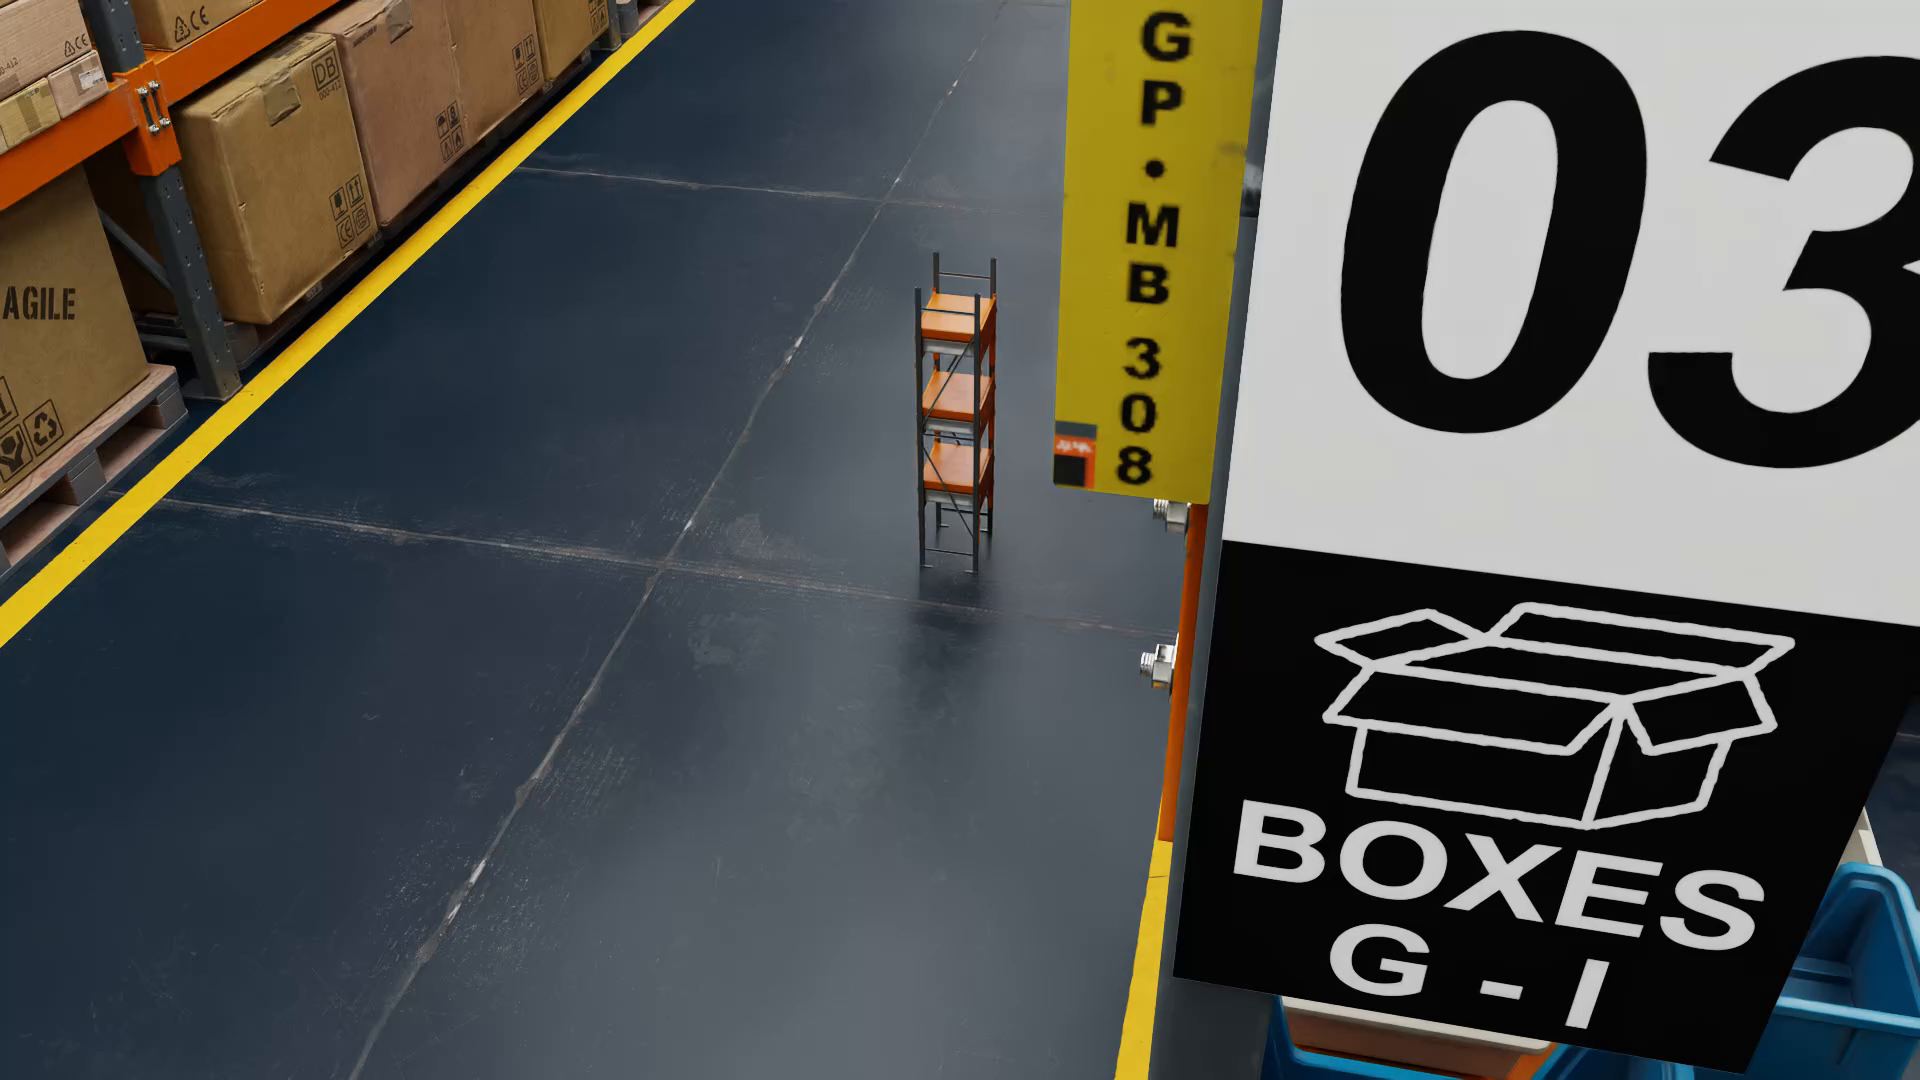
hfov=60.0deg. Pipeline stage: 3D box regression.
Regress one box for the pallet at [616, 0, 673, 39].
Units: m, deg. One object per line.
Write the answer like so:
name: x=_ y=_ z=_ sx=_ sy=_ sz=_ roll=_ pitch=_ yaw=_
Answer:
pallet: x=-2.313 y=-3.455 z=10.337 sx=1.003 sy=0.211 sz=1.213 roll=7 pitch=37 yaw=10

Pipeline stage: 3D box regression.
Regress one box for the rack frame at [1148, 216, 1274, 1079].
rack frame: x=0.649 y=1.071 z=1.716 sx=1.000 sy=3.000 sz=0.127 roll=7 pitch=37 yaw=10

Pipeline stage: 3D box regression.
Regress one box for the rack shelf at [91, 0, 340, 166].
rack shelf: x=-2.909 y=-2.698 z=7.530 sx=1.077 sy=0.370 sz=4.000 roll=7 pitch=37 yaw=10

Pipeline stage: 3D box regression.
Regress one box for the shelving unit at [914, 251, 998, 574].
shelving unit: x=-0.011 y=-0.394 z=5.400 sx=0.215 sy=1.050 sz=0.252 roll=7 pitch=37 yaw=10

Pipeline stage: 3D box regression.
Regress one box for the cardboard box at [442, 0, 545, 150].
cardboard box: x=-2.847 y=-2.543 z=8.155 sx=1.225 sy=0.875 sz=0.875 roll=7 pitch=37 yaw=10

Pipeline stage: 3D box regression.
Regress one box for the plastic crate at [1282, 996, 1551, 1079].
plastic crate: x=0.646 y=0.663 z=2.452 sx=0.396 sy=0.136 sz=0.243 roll=7 pitch=37 yaw=10

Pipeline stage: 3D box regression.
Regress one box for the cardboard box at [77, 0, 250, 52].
cardboard box: x=-2.993 y=-2.116 z=6.028 sx=0.500 sy=0.500 sz=0.500 roll=7 pitch=37 yaw=10

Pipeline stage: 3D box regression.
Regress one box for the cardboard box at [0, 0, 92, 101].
cardboard box: x=-3.174 y=-1.617 z=5.299 sx=0.500 sy=0.250 sz=0.500 roll=7 pitch=36 yaw=9

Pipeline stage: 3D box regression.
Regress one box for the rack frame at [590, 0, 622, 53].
rack frame: x=-2.481 y=-4.136 z=8.901 sx=1.000 sy=3.000 sz=0.127 roll=7 pitch=37 yaw=10

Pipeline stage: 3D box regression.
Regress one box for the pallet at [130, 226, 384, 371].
pallet: x=-3.245 y=-1.166 z=7.178 sx=1.003 sy=0.211 sz=1.213 roll=7 pitch=37 yaw=10

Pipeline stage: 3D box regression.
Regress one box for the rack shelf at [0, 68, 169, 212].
rack shelf: x=-3.763 y=-0.405 z=4.366 sx=1.077 sy=0.370 sz=4.000 roll=7 pitch=37 yaw=10

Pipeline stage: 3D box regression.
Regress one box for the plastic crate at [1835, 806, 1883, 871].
plastic crate: x=1.317 y=0.491 z=2.690 sx=0.250 sy=0.136 sz=0.298 roll=7 pitch=37 yaw=10

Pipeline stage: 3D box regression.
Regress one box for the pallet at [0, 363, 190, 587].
pallet: x=-3.575 y=-0.288 z=5.967 sx=1.003 sy=0.211 sz=1.213 roll=7 pitch=37 yaw=10

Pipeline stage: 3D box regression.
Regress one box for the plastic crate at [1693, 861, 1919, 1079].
plastic crate: x=1.163 y=0.637 z=2.407 sx=0.416 sy=0.233 sz=0.300 roll=7 pitch=37 yaw=10

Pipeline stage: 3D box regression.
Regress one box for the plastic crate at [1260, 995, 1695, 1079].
plastic crate: x=0.538 y=0.817 z=1.985 sx=0.616 sy=0.435 sz=0.499 roll=7 pitch=37 yaw=10

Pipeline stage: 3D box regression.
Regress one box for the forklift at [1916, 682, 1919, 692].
forklift: x=3.584 y=-1.478 z=5.291 sx=1.130 sy=2.935 sz=3.031 roll=10 pitch=37 yaw=13

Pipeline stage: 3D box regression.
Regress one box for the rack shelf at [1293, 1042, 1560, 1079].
rack shelf: x=1.076 y=0.216 z=3.509 sx=1.077 sy=0.370 sz=4.000 roll=7 pitch=37 yaw=10

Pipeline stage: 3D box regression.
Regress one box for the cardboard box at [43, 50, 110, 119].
cardboard box: x=-3.081 y=-1.525 z=5.513 sx=0.380 sy=0.149 sz=0.250 roll=8 pitch=37 yaw=10

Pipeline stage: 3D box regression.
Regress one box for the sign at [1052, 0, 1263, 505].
sign: x=0.108 y=-0.161 z=0.949 sx=0.100 sy=0.325 sz=0.005 roll=7 pitch=37 yaw=10

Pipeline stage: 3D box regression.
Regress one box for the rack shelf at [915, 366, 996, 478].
rack shelf: x=-0.011 y=-0.386 z=5.406 sx=0.215 sy=0.259 sz=0.240 roll=7 pitch=37 yaw=10

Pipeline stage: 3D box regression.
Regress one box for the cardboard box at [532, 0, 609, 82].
cardboard box: x=-2.649 y=-3.053 z=8.859 sx=1.225 sy=0.875 sz=0.875 roll=6 pitch=36 yaw=8

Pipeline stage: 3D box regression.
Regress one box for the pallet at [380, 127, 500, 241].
pallet: x=-2.986 y=-1.867 z=8.146 sx=1.003 sy=0.211 sz=1.213 roll=7 pitch=37 yaw=10

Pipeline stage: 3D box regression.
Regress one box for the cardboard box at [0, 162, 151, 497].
cardboard box: x=-3.555 y=-0.784 z=5.729 sx=0.875 sy=0.875 sz=0.875 roll=7 pitch=37 yaw=10

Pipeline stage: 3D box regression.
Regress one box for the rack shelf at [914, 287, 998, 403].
rack shelf: x=-0.011 y=-0.616 z=5.239 sx=0.215 sy=0.259 sz=0.240 roll=7 pitch=37 yaw=10

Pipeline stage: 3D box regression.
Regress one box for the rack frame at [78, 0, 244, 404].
rack frame: x=-3.336 y=-1.843 z=5.737 sx=1.000 sy=3.000 sz=0.127 roll=7 pitch=37 yaw=10

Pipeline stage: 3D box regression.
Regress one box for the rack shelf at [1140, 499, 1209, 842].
rack shelf: x=1.076 y=-0.999 z=2.629 sx=1.077 sy=0.370 sz=4.000 roll=7 pitch=37 yaw=10

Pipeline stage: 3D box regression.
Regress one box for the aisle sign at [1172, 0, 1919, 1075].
aisle sign: x=0.347 y=0.023 z=0.947 sx=0.394 sy=0.787 sz=0.004 roll=7 pitch=37 yaw=10

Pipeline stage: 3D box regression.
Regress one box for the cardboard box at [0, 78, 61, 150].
cardboard box: x=-3.136 y=-1.377 z=5.309 sx=0.380 sy=0.149 sz=0.250 roll=8 pitch=37 yaw=11

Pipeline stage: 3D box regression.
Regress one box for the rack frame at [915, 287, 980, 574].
rack frame: x=-0.037 y=-0.324 z=5.303 sx=0.200 sy=1.050 sz=0.008 roll=7 pitch=37 yaw=10

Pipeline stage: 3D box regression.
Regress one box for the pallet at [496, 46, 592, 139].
pallet: x=-2.723 y=-2.565 z=9.109 sx=1.003 sy=0.211 sz=1.213 roll=7 pitch=37 yaw=10

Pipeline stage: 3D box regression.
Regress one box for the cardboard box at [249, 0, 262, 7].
cardboard box: x=-2.887 y=-2.404 z=6.426 sx=0.500 sy=0.500 sz=0.500 roll=7 pitch=37 yaw=10

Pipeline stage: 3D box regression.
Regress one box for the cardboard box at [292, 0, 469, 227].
cardboard box: x=-3.029 y=-2.035 z=7.454 sx=1.225 sy=0.875 sz=0.875 roll=6 pitch=36 yaw=8

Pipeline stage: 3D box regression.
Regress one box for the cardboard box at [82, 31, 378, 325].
cardboard box: x=-3.219 y=-1.522 z=6.747 sx=1.225 sy=0.875 sz=0.875 roll=7 pitch=37 yaw=10

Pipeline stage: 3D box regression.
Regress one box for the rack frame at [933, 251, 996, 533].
rack frame: x=0.015 y=-0.464 z=5.496 sx=0.200 sy=1.050 sz=0.008 roll=7 pitch=37 yaw=10

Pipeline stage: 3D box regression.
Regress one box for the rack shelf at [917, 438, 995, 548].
rack shelf: x=-0.011 y=-0.161 z=5.569 sx=0.215 sy=0.259 sz=0.240 roll=7 pitch=37 yaw=10

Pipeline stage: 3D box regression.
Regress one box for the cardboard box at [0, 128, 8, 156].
cardboard box: x=-3.191 y=-1.231 z=5.106 sx=0.380 sy=0.149 sz=0.250 roll=7 pitch=36 yaw=9
